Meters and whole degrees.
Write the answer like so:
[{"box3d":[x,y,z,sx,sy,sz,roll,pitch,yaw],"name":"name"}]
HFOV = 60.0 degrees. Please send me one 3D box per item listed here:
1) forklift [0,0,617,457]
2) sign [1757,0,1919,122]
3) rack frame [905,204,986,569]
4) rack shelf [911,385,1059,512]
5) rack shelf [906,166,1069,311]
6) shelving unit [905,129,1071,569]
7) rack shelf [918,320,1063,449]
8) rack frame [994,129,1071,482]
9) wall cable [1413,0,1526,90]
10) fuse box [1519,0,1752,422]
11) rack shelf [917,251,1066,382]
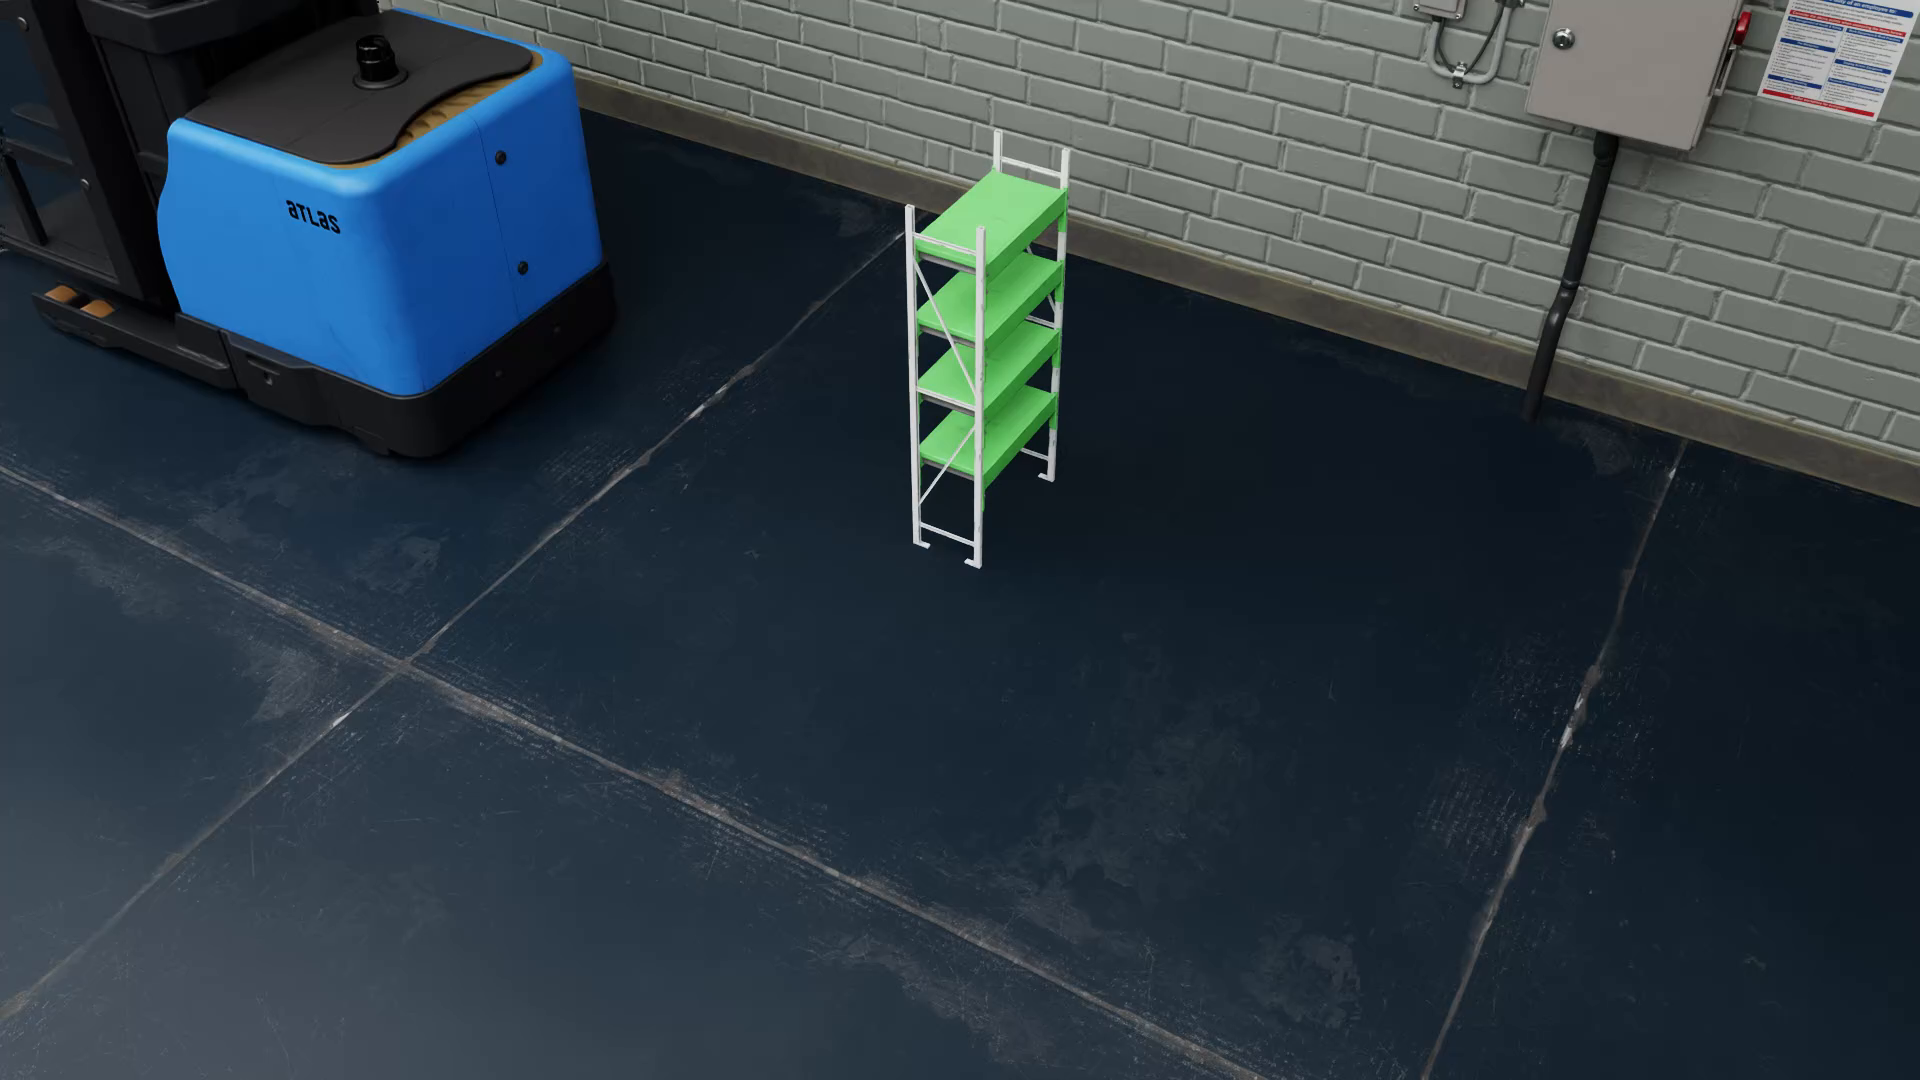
[{"box3d":[-2.792,-2.084,5.399,3.031,2.935,1.130,20,45,22],"name":"forklift"},{"box3d":[2.499,-1.446,4.694,0.329,0.494,0.001,21,45,22],"name":"sign"},{"box3d":[-0.039,-0.405,4.802,0.240,1.200,0.015,21,45,22],"name":"rack frame"},{"box3d":[0.083,-0.317,5.162,0.258,0.148,0.480,21,45,22],"name":"rack shelf"},{"box3d":[0.083,-0.857,4.686,0.258,0.148,0.480,21,45,22],"name":"rack shelf"},{"box3d":[0.083,-0.545,4.961,0.258,1.200,0.503,21,45,22],"name":"shelving unit"},{"box3d":[0.083,-0.497,5.003,0.258,0.148,0.480,21,45,22],"name":"rack shelf"},{"box3d":[0.205,-0.685,5.120,0.240,1.200,0.015,21,45,22],"name":"rack frame"},{"box3d":[1.455,-2.223,4.736,0.588,1.984,0.122,21,45,22],"name":"wall cable"},{"box3d":[1.967,-1.043,5.139,0.539,1.711,0.414,21,45,22],"name":"fuse box"},{"box3d":[0.083,-0.677,4.845,0.258,0.148,0.480,21,45,22],"name":"rack shelf"}]
